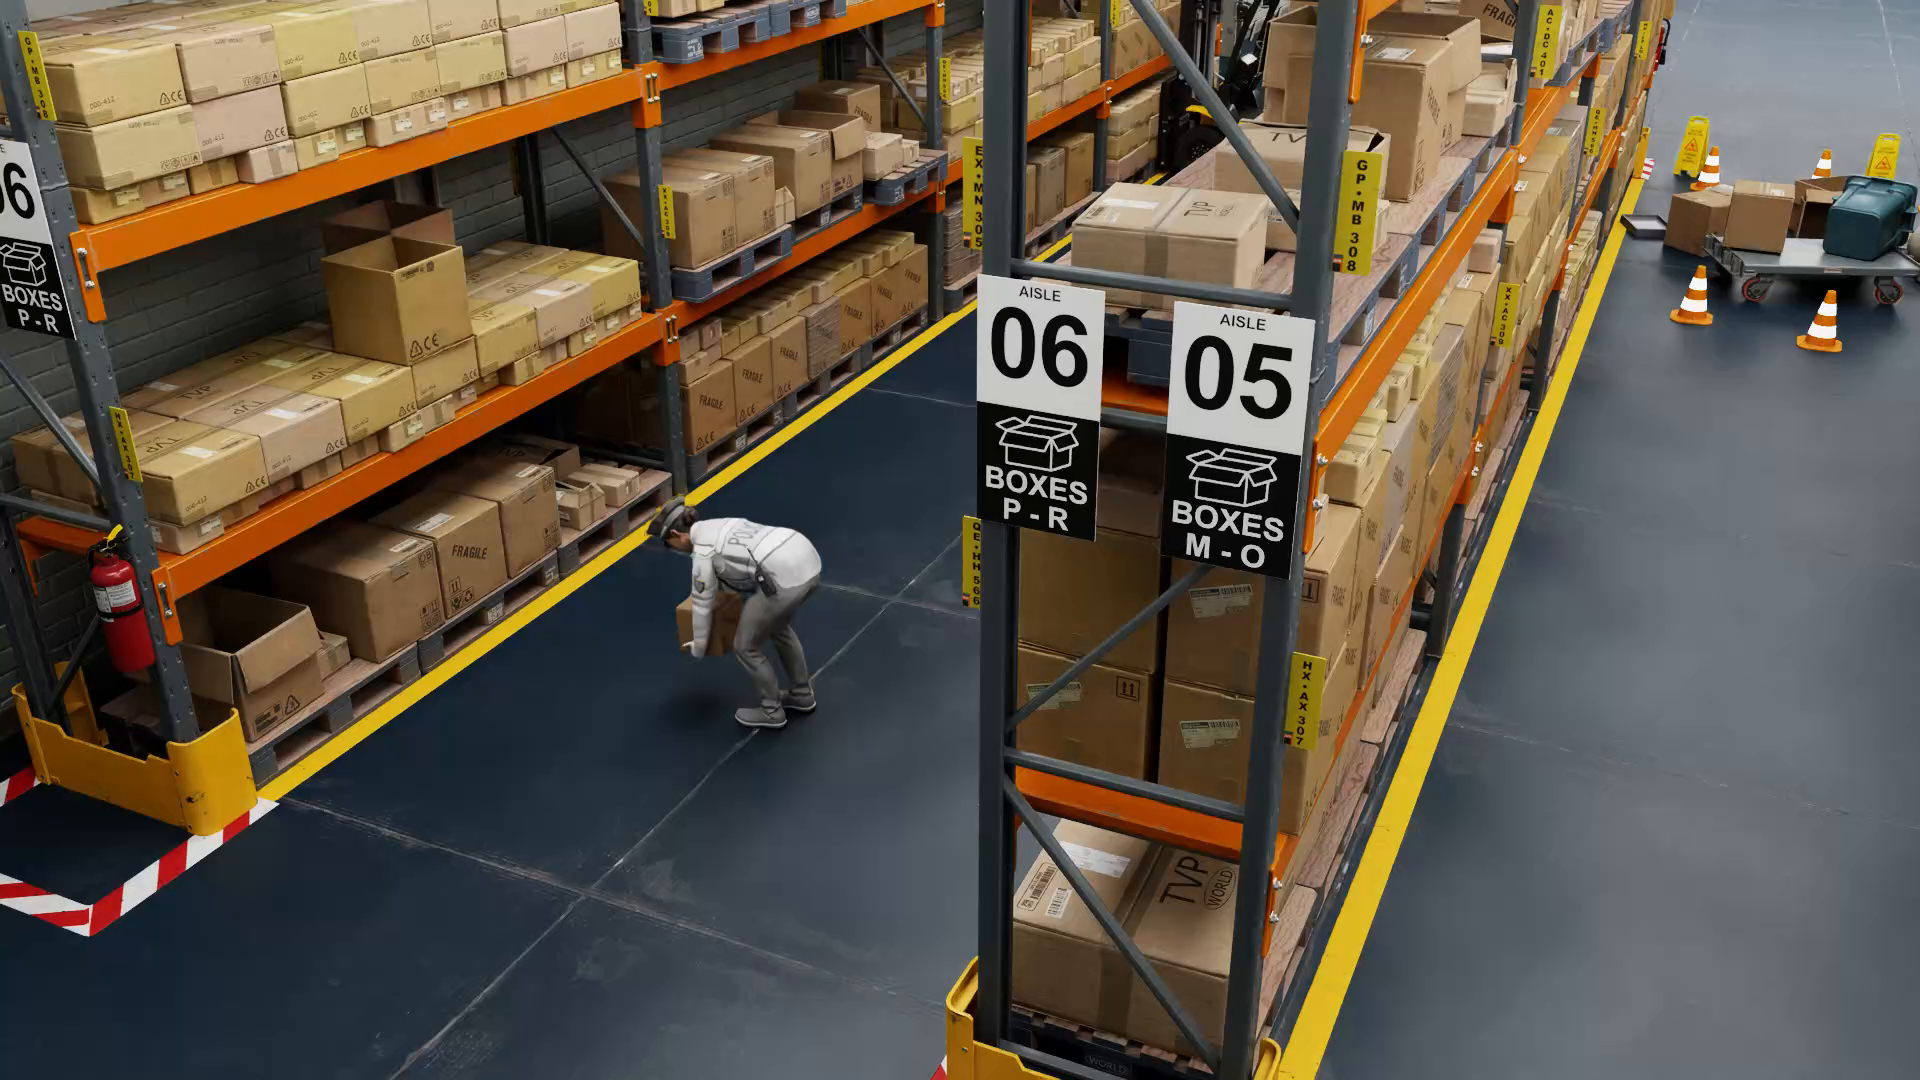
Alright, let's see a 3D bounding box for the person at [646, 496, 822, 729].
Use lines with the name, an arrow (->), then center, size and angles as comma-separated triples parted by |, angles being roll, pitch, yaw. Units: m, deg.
person -> -1.140, 0.363, 8.464 | 0.923, 1.151, 0.408 | 10, 28, 20
